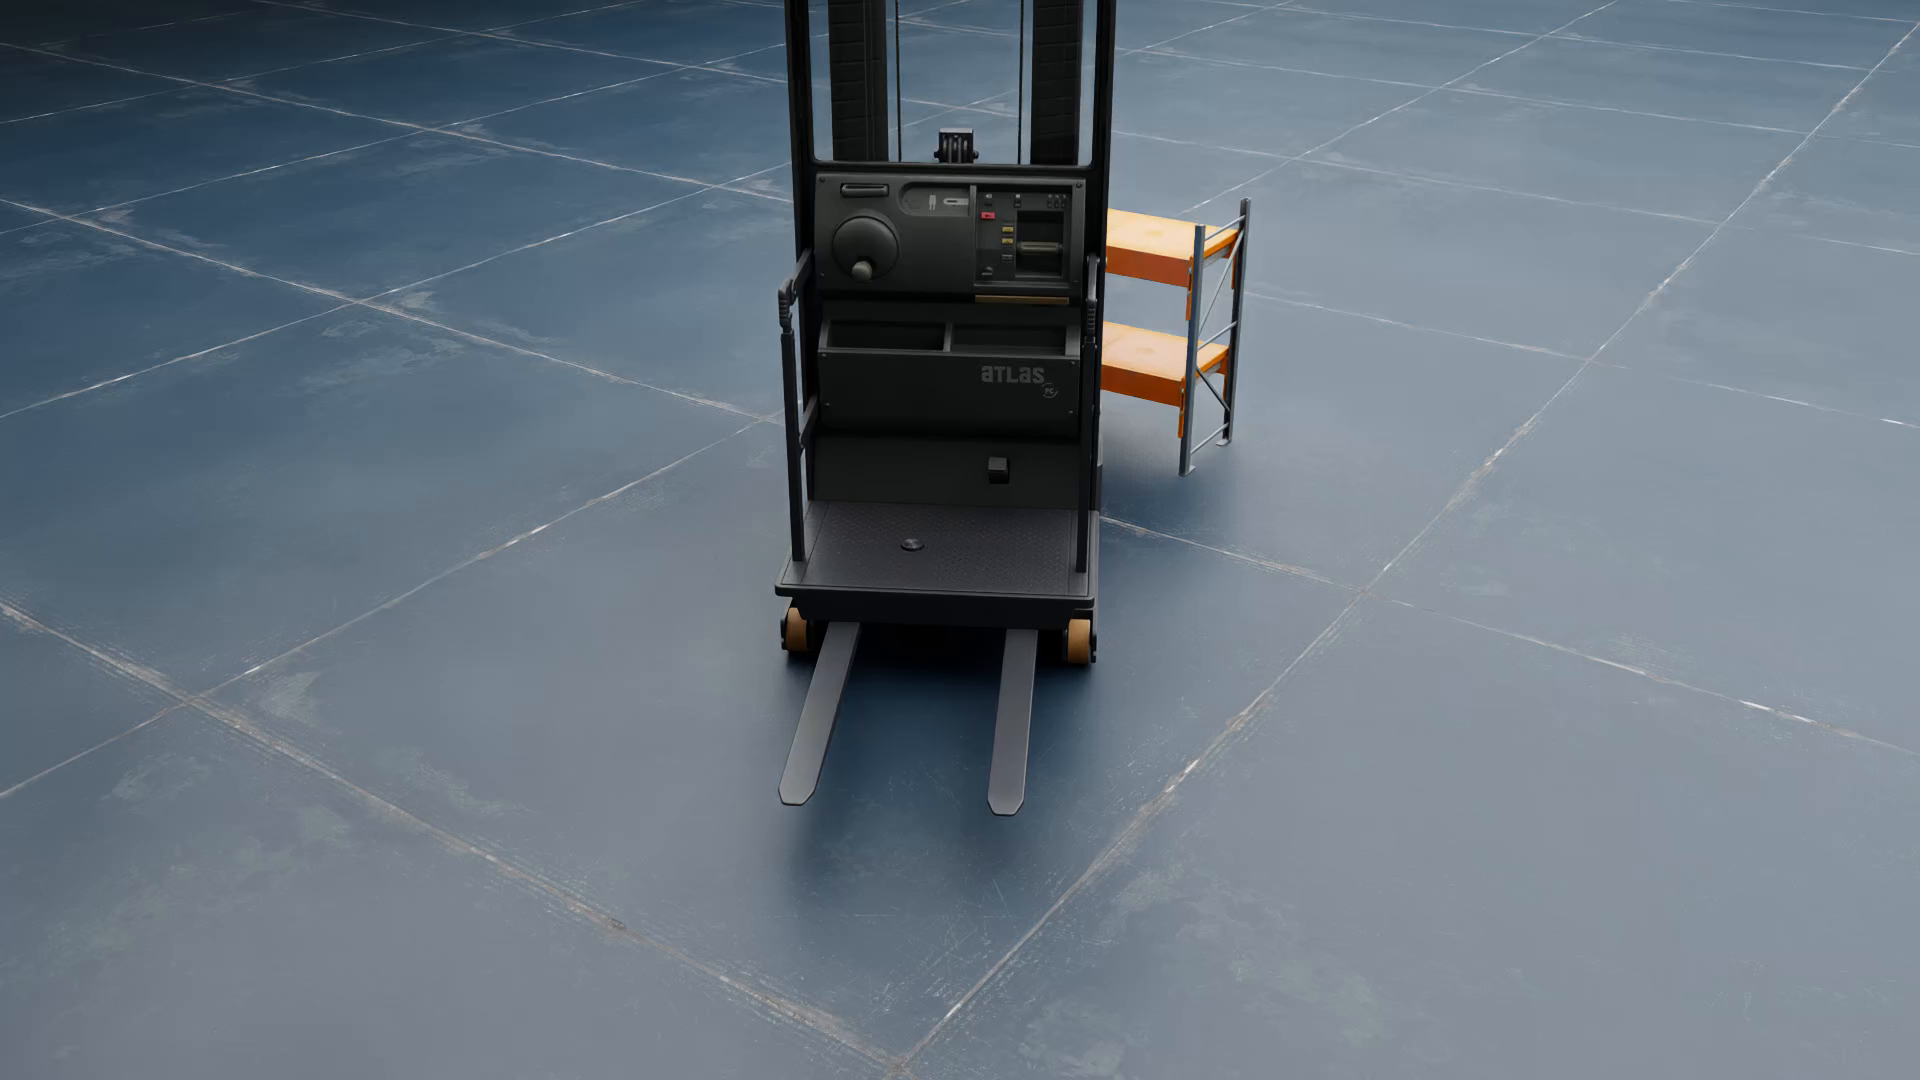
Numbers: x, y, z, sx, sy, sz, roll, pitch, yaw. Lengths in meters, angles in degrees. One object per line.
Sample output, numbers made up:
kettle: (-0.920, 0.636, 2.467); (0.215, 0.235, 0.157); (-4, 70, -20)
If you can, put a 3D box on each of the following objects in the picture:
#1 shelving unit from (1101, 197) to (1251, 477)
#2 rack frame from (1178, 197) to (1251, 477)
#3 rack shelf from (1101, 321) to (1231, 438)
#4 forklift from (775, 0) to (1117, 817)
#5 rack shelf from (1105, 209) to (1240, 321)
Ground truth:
shelving unit: (0.680, -1.003, 7.481); (1.048, 1.125, 0.538); (16, 31, 29)
rack frame: (1.108, -0.879, 7.237); (0.032, 1.125, 0.500); (16, 31, 29)
rack shelf: (0.680, -0.785, 7.592); (1.000, 0.278, 0.538); (16, 31, 29)
forklift: (-0.052, -1.023, 5.528); (1.130, 2.935, 3.031); (2, 27, 4)
rack shelf: (0.680, -1.264, 7.348); (1.000, 0.278, 0.538); (16, 31, 29)
